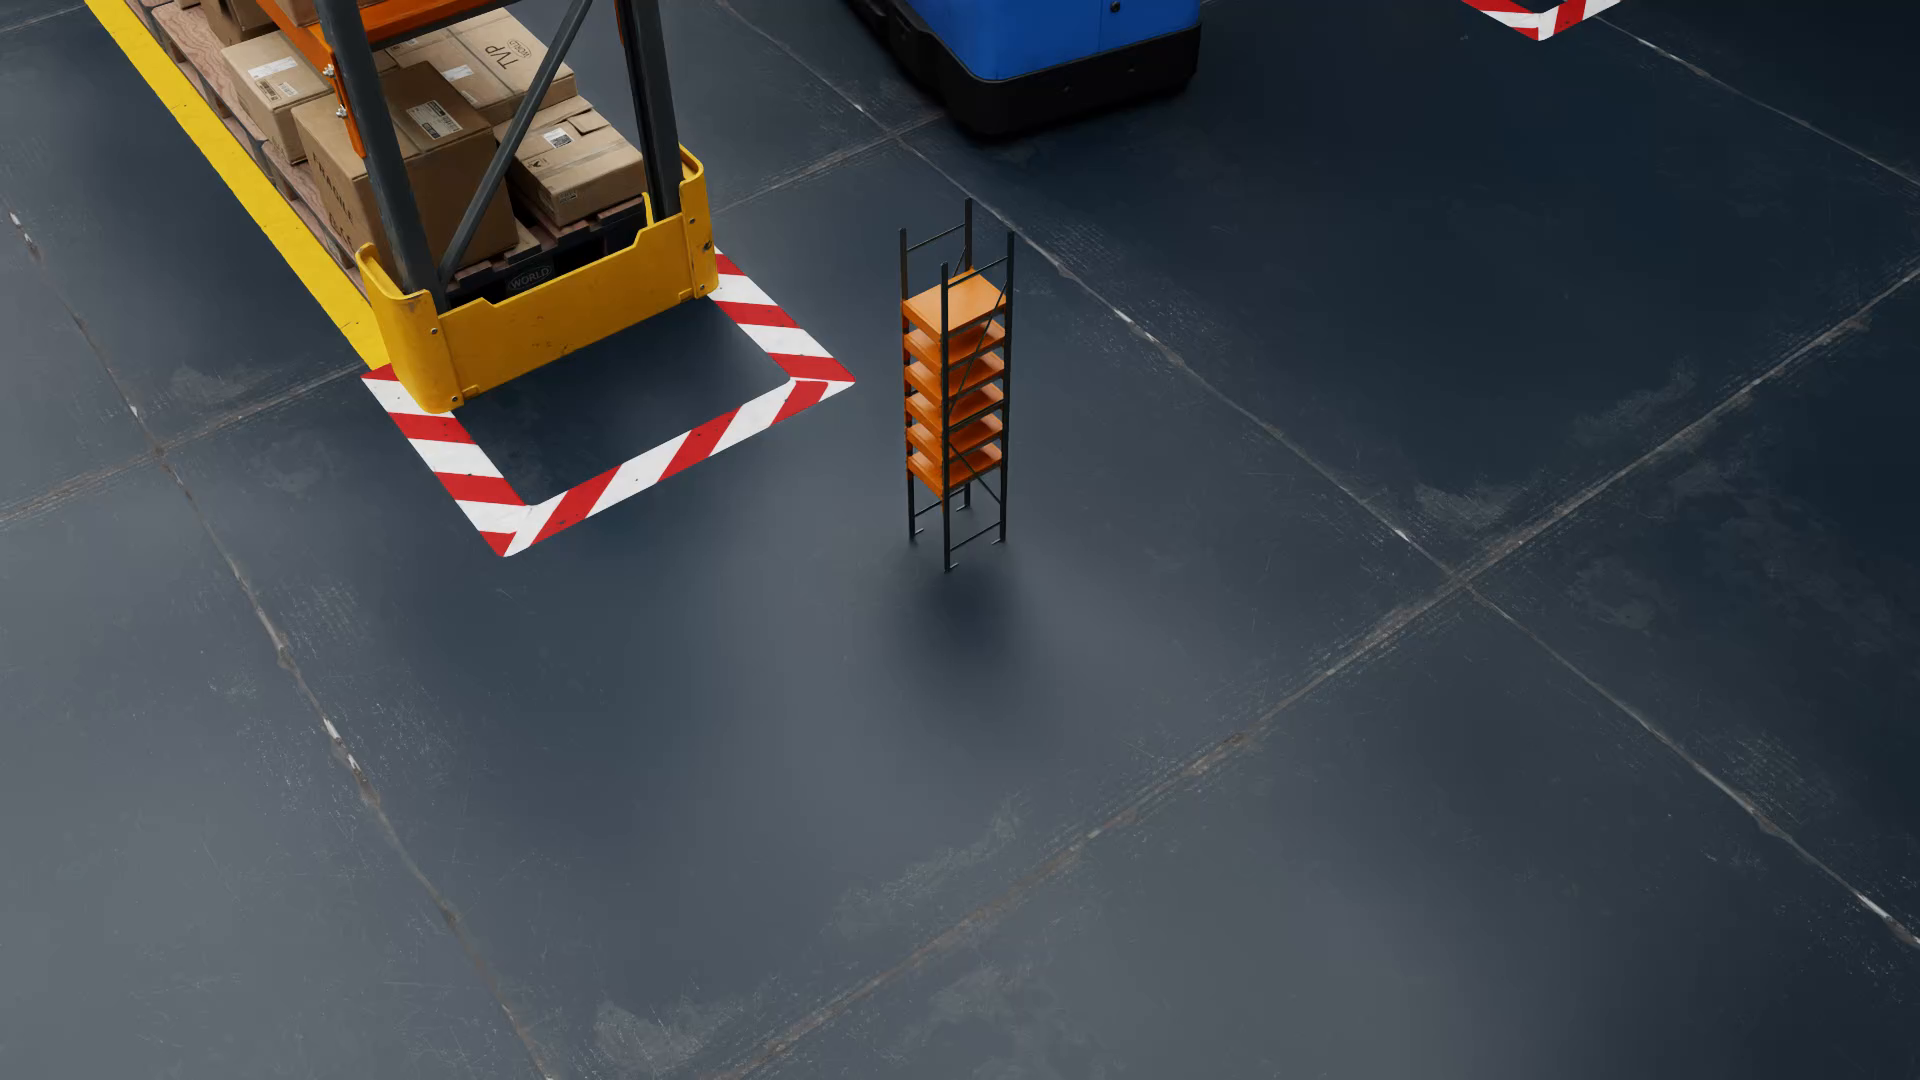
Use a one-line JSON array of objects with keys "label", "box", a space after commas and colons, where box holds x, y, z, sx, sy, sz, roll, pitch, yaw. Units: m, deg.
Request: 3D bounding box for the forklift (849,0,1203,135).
[{"label": "forklift", "box": [-0.125, -3.695, 6.622, 1.130, 2.935, 3.031, -20, 51, -18]}]

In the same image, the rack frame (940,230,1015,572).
[{"label": "rack frame", "box": [0.047, -0.358, 4.764, 0.240, 1.200, 0.006, -29, 54, -24]}]

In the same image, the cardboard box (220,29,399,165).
[{"label": "cardboard box", "box": [-2.458, -1.741, 6.363, 0.500, 0.250, 0.500, -29, 54, -24]}]

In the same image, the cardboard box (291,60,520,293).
[{"label": "cardboard box", "box": [-1.907, -1.252, 5.750, 0.500, 0.500, 0.500, -29, 54, -24]}]

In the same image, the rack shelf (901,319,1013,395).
[{"label": "rack shelf", "box": [-0.009, -0.543, 4.668, 0.258, 0.103, 0.180, -29, 54, -24]}]

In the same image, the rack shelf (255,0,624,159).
[{"label": "rack shelf", "box": [-2.593, -2.671, 6.132, 1.077, 0.370, 4.000, -29, 54, -24]}]

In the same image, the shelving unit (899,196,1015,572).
[{"label": "shelving unit", "box": [-0.009, -0.412, 4.813, 0.258, 1.200, 0.189, -29, 54, -24]}]

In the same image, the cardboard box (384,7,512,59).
[{"label": "cardboard box", "box": [-2.091, -1.995, 6.593, 0.500, 0.250, 0.500, -29, 54, -24]}]

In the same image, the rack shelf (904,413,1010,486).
[{"label": "rack shelf", "box": [-0.009, -0.301, 4.935, 0.258, 0.103, 0.180, -29, 54, -24]}]

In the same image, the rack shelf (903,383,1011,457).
[{"label": "rack shelf", "box": [-0.009, -0.382, 4.846, 0.258, 0.103, 0.180, -29, 54, -24]}]

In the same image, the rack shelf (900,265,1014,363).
[{"label": "rack shelf", "box": [-0.009, -0.623, 4.579, 0.258, 0.103, 0.180, -29, 54, -24]}]

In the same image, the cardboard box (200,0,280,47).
[{"label": "cardboard box", "box": [-2.662, -2.296, 6.695, 0.797, 0.503, 0.637, -29, 54, -24]}]

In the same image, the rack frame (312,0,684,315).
[{"label": "rack frame", "box": [-1.382, -1.733, 4.797, 1.000, 3.000, 0.127, -29, 54, -24]}]

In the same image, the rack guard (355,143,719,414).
[{"label": "rack guard", "box": [-1.428, -0.939, 5.763, 1.175, 0.500, 0.348, -29, 54, -24]}]

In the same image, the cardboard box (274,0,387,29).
[{"label": "cardboard box", "box": [-1.869, -1.909, 4.888, 0.500, 0.500, 0.500, -28, 54, -23]}]

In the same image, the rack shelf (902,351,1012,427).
[{"label": "rack shelf", "box": [-0.009, -0.462, 4.757, 0.258, 0.103, 0.180, -29, 54, -24]}]

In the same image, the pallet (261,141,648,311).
[{"label": "pallet", "box": [-1.911, -1.311, 6.296, 1.003, 0.211, 1.213, -29, 54, -24]}]

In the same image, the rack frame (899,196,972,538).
[{"label": "rack frame", "box": [-0.064, -0.465, 4.862, 0.240, 1.200, 0.006, -29, 54, -24]}]

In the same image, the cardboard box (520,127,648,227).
[{"label": "cardboard box", "box": [-1.362, -1.325, 6.054, 0.380, 0.149, 0.250, -29, 54, -24]}]

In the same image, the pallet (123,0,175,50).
[{"label": "pallet", "box": [-3.389, -2.750, 7.601, 1.003, 0.211, 1.213, -29, 54, -24]}]

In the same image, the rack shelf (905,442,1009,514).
[{"label": "rack shelf", "box": [-0.009, -0.220, 5.024, 0.258, 0.103, 0.180, -29, 54, -24]}]

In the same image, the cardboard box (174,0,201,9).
[{"label": "cardboard box", "box": [-3.190, -2.438, 7.051, 0.380, 0.166, 0.250, -29, 54, -24]}]

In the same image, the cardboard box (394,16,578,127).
[{"label": "cardboard box", "box": [-1.788, -1.700, 6.326, 0.500, 0.250, 0.500, -29, 54, -24]}]

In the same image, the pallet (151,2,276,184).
[{"label": "pallet", "box": [-2.646, -2.030, 6.948, 1.003, 0.211, 1.213, -29, 54, -24]}]

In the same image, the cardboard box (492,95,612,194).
[{"label": "cardboard box", "box": [-1.513, -1.478, 6.181, 0.380, 0.166, 0.250, -29, 54, -24]}]
